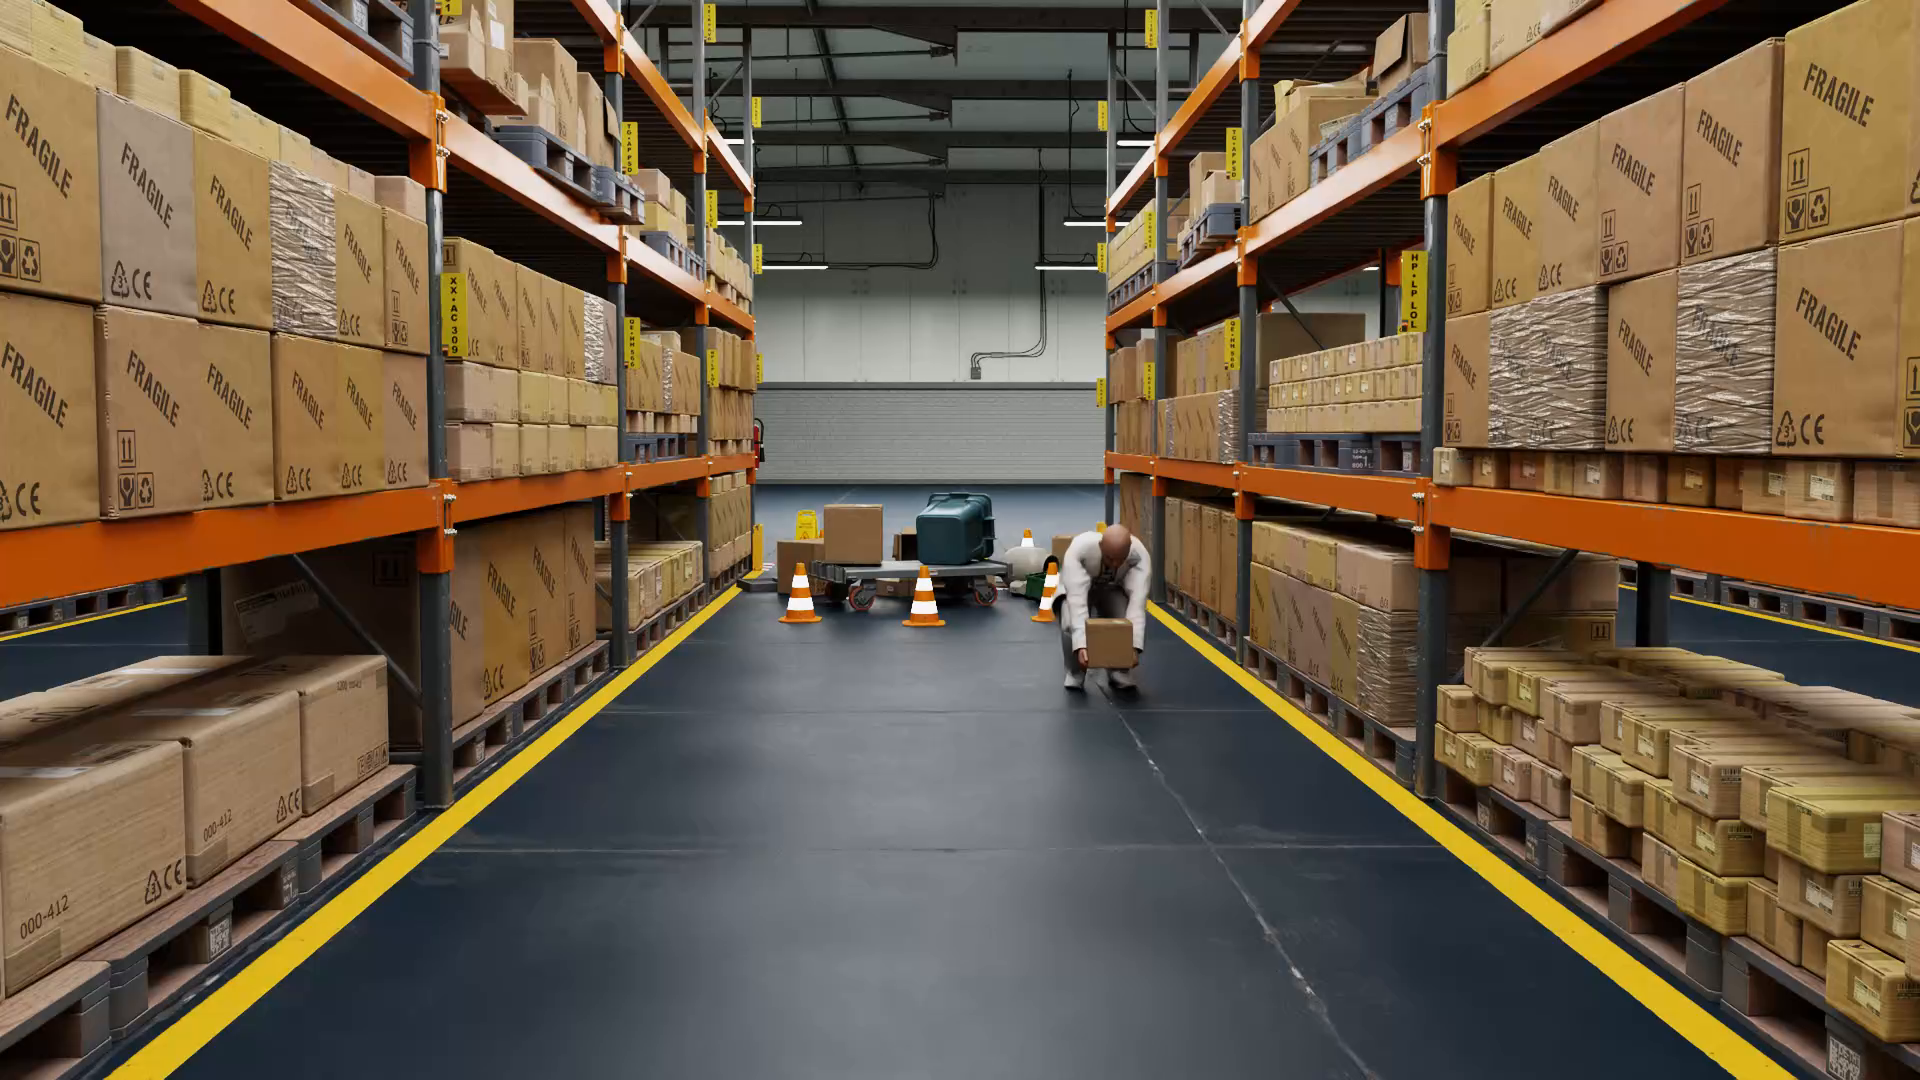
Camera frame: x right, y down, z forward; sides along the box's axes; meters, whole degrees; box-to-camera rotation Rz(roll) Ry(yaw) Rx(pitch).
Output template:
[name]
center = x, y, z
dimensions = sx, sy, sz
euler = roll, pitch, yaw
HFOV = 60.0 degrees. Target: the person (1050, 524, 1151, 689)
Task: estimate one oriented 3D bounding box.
[person]
center = 0.830, 0.387, 9.753
dimensions = 0.584, 1.000, 0.950
euler = 0, 4, -3
